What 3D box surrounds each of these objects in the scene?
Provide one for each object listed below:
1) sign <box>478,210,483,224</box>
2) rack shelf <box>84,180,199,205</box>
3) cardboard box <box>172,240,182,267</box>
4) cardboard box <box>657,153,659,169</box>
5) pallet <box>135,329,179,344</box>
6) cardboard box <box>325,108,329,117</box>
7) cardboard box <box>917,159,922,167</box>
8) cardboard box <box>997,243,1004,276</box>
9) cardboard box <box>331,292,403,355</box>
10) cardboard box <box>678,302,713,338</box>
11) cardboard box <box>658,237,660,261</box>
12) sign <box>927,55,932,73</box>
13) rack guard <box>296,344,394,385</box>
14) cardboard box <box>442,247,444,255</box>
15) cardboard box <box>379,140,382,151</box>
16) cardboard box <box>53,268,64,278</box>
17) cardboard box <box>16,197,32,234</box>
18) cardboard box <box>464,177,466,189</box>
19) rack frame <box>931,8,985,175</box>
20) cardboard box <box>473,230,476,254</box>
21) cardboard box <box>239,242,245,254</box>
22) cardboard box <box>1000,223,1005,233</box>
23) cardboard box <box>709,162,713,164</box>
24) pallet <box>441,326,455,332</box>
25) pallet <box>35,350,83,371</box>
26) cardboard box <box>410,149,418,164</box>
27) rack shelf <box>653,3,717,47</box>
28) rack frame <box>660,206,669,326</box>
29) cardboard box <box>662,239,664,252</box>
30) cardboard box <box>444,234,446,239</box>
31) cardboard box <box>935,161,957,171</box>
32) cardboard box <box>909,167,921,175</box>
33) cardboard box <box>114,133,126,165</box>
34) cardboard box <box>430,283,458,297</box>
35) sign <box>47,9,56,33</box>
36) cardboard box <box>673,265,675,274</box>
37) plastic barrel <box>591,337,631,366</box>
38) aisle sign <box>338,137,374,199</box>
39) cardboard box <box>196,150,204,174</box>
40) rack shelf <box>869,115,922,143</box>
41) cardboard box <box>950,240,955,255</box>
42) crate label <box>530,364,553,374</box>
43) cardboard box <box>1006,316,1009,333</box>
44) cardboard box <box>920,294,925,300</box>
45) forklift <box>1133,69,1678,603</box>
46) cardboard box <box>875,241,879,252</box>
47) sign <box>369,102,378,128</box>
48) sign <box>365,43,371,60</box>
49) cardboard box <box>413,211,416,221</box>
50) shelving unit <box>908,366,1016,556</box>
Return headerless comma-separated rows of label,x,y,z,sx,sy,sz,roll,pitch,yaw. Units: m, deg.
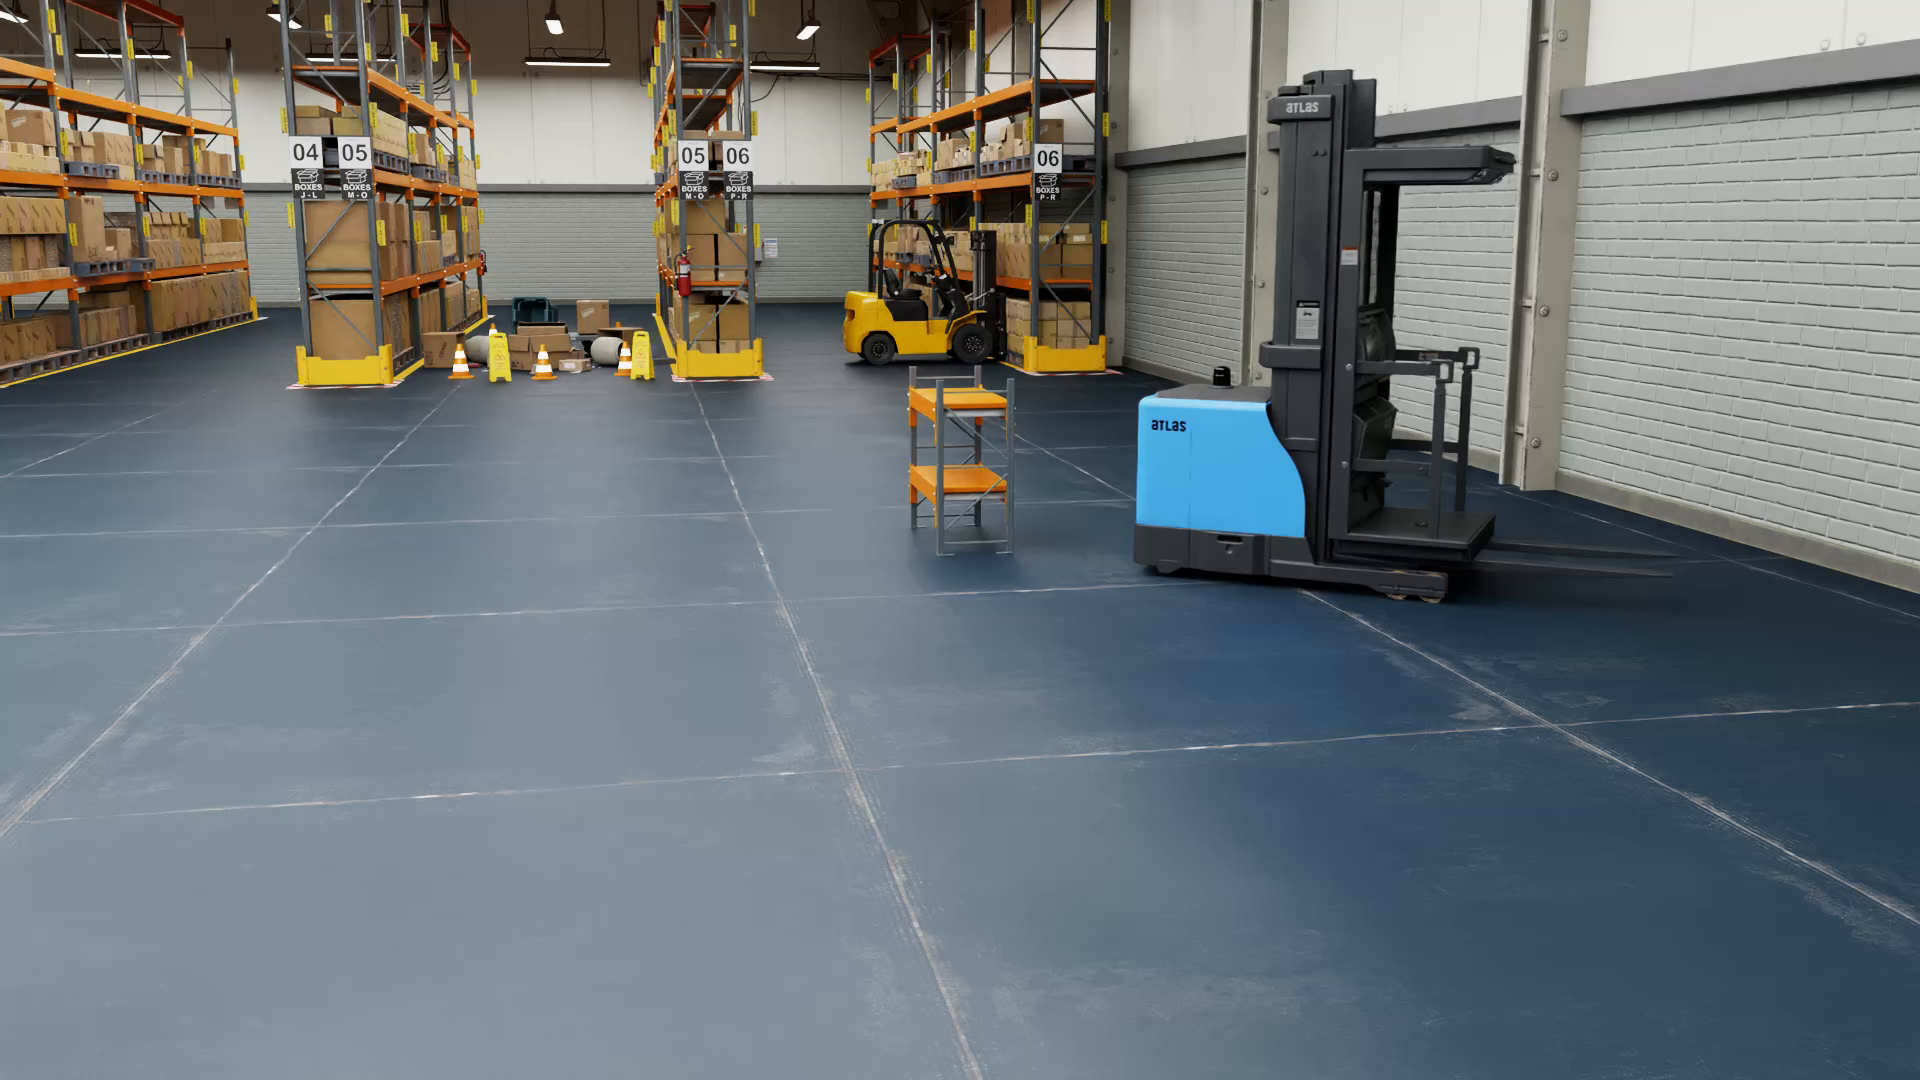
sign,-10.747,-7.244,37.289,0.100,0.325,0.005,-2,11,-11
rack shelf,-15.013,-6.361,30.495,1.077,0.370,4.000,-2,11,-11
cardboard box,-14.752,-5.302,30.764,0.500,0.500,0.500,-2,11,-11
cardboard box,-5.794,-7.525,33.295,0.500,0.500,0.500,-2,11,-12
pallet,-14.703,-3.651,29.816,1.003,0.211,1.213,-2,11,-11
cardboard box,-8.678,-5.708,22.290,0.380,0.149,0.250,-2,11,-10
cardboard box,-0.644,-7.448,32.820,0.380,0.149,0.250,-2,11,-11
cardboard box,0.867,-4.359,25.810,0.500,0.500,0.500,-2,11,-11
cardboard box,-8.728,-3.182,24.449,0.875,0.875,0.875,-2,11,-11
cardboard box,-3.863,-3.224,24.338,0.500,0.500,0.500,-2,11,-9
cardboard box,-6.240,-6.279,35.894,0.500,0.500,0.500,-2,11,-12
sign,-0.565,-8.839,30.858,0.100,0.325,0.005,-2,11,-11
rack guard,-8.178,-2.336,22.133,1.175,0.500,0.348,-2,11,-11
cardboard box,-9.787,-5.356,30.864,0.380,0.149,0.250,-2,11,-8
cardboard box,-8.034,-5.341,22.496,0.380,0.149,0.250,-2,11,-11
cardboard box,-13.476,-3.942,24.557,0.380,0.149,0.250,-2,11,-11
cardboard box,-13.200,-4.479,22.969,0.500,0.500,0.500,-2,11,-11
cardboard box,-10.454,-7.355,34.197,0.500,0.250,0.500,-2,11,-12
rack frame,-0.035,-8.363,31.066,1.000,3.000,0.127,-2,11,-11
cardboard box,-10.752,-6.438,35.935,0.500,0.500,0.500,-2,11,-11
cardboard box,-15.825,-6.334,36.060,0.500,0.250,0.500,-2,11,-12
cardboard box,0.842,-4.893,26.084,0.380,0.149,0.250,-2,11,-11
cardboard box,-3.397,-5.602,24.187,0.500,0.250,0.500,-2,11,-9
pallet,-9.889,-3.809,30.646,1.003,0.211,1.213,-2,11,-11
pallet,-13.680,-2.649,24.547,1.003,0.211,1.213,-2,11,-11
cardboard box,-9.117,-6.316,27.304,0.396,0.266,0.258,-2,11,-11
rack shelf,-5.292,-9.827,31.798,1.077,0.370,4.000,-2,11,-11
rack frame,-5.681,-5.968,34.529,1.000,3.000,0.127,-2,11,-11
cardboard box,-5.469,-5.673,32.043,0.500,0.250,0.500,-2,11,-12
cardboard box,-9.896,-5.744,31.309,0.380,0.149,0.250,-2,11,-9
cardboard box,-0.265,-6.955,30.925,0.380,0.166,0.250,-2,11,-11
cardboard box,-0.821,-7.404,33.335,0.380,0.149,0.250,-2,11,-10
cardboard box,-14.175,-6.470,27.541,0.500,0.500,0.500,-2,11,-11
cardboard box,-9.920,-4.798,31.936,0.500,0.250,0.500,-3,11,-14
sign,-13.310,-7.601,24.357,0.100,0.325,0.005,-2,11,-11
cardboard box,-4.378,-4.308,26.479,0.380,0.149,0.250,-2,11,-11
plastic barrel,-5.234,-2.825,24.908,0.512,0.421,0.421,6,12,28
aisle sign,-7.875,-4.843,21.669,0.394,0.787,0.004,-2,11,-11
cardboard box,-15.713,-7.626,33.559,0.700,0.500,0.500,-2,11,-8
rack shelf,-1.202,-9.108,36.915,1.077,0.370,4.000,-2,11,-11
cardboard box,0.116,-5.216,29.642,0.500,0.250,0.500,-2,11,-10
crate label,-5.932,-2.432,23.607,0.250,0.136,0.298,-9,14,-40
cardboard box,0.912,-3.314,25.477,0.500,0.250,0.500,-2,11,-12
cardboard box,-0.519,-4.652,33.176,0.500,0.500,0.500,-2,11,-9
forklift,2.615,-1.200,9.660,3.031,2.935,1.130,5,12,24
cardboard box,-1.669,-6.770,38.347,0.500,0.250,0.500,-2,11,-10
sign,-7.637,-5.529,21.653,0.100,0.325,0.005,-2,11,-11
sign,-10.269,-8.459,28.863,0.100,0.325,0.005,-2,11,-11
cardboard box,-9.263,-5.120,27.134,0.700,0.500,0.500,-2,11,-11
shelving unit,-0.001,-0.554,11.098,0.538,1.125,1.048,-2,11,-11
